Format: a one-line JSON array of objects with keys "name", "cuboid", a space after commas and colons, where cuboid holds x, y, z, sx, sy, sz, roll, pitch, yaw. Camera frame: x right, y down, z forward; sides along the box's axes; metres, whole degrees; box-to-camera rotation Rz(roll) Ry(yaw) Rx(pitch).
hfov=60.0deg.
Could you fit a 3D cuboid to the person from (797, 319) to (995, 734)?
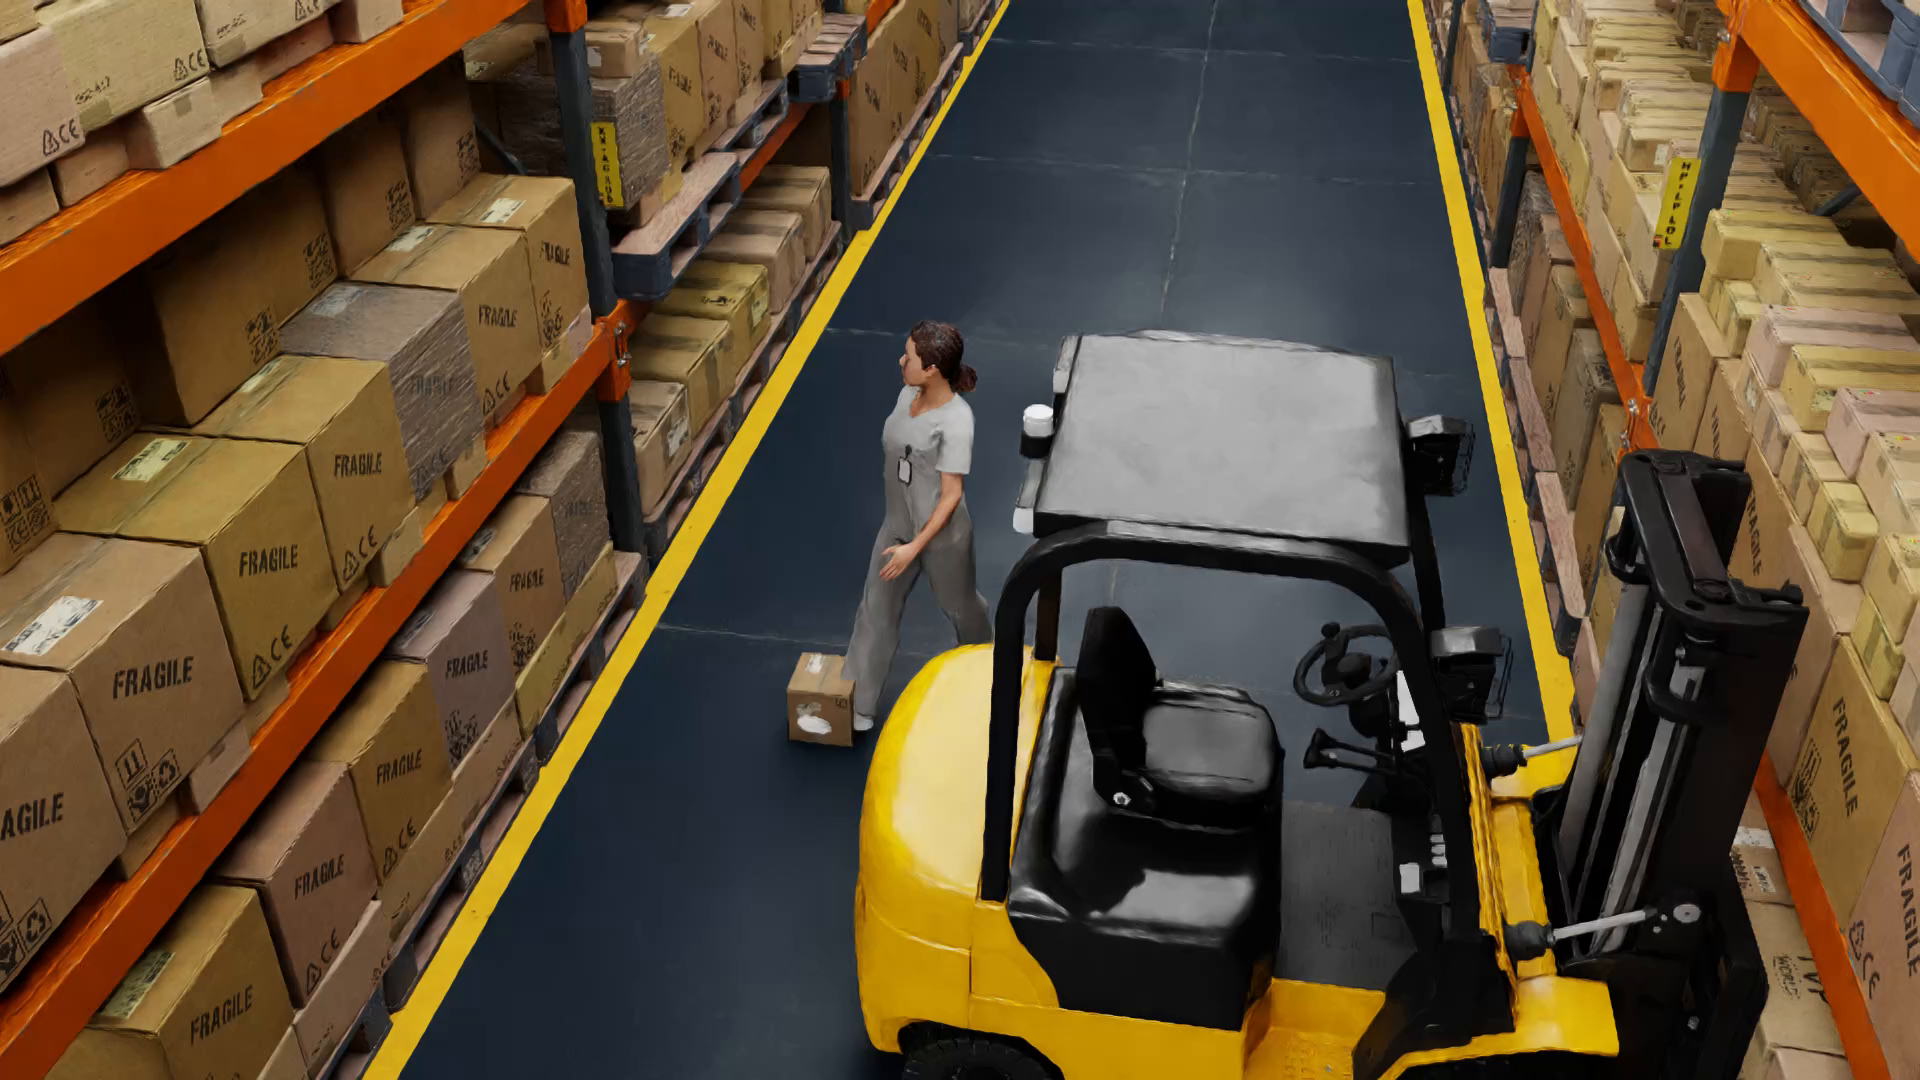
[{"name": "person", "cuboid": [-0.197, -0.009, 6.174, 0.931, 1.600, 0.490, -23, 39, -32]}]
